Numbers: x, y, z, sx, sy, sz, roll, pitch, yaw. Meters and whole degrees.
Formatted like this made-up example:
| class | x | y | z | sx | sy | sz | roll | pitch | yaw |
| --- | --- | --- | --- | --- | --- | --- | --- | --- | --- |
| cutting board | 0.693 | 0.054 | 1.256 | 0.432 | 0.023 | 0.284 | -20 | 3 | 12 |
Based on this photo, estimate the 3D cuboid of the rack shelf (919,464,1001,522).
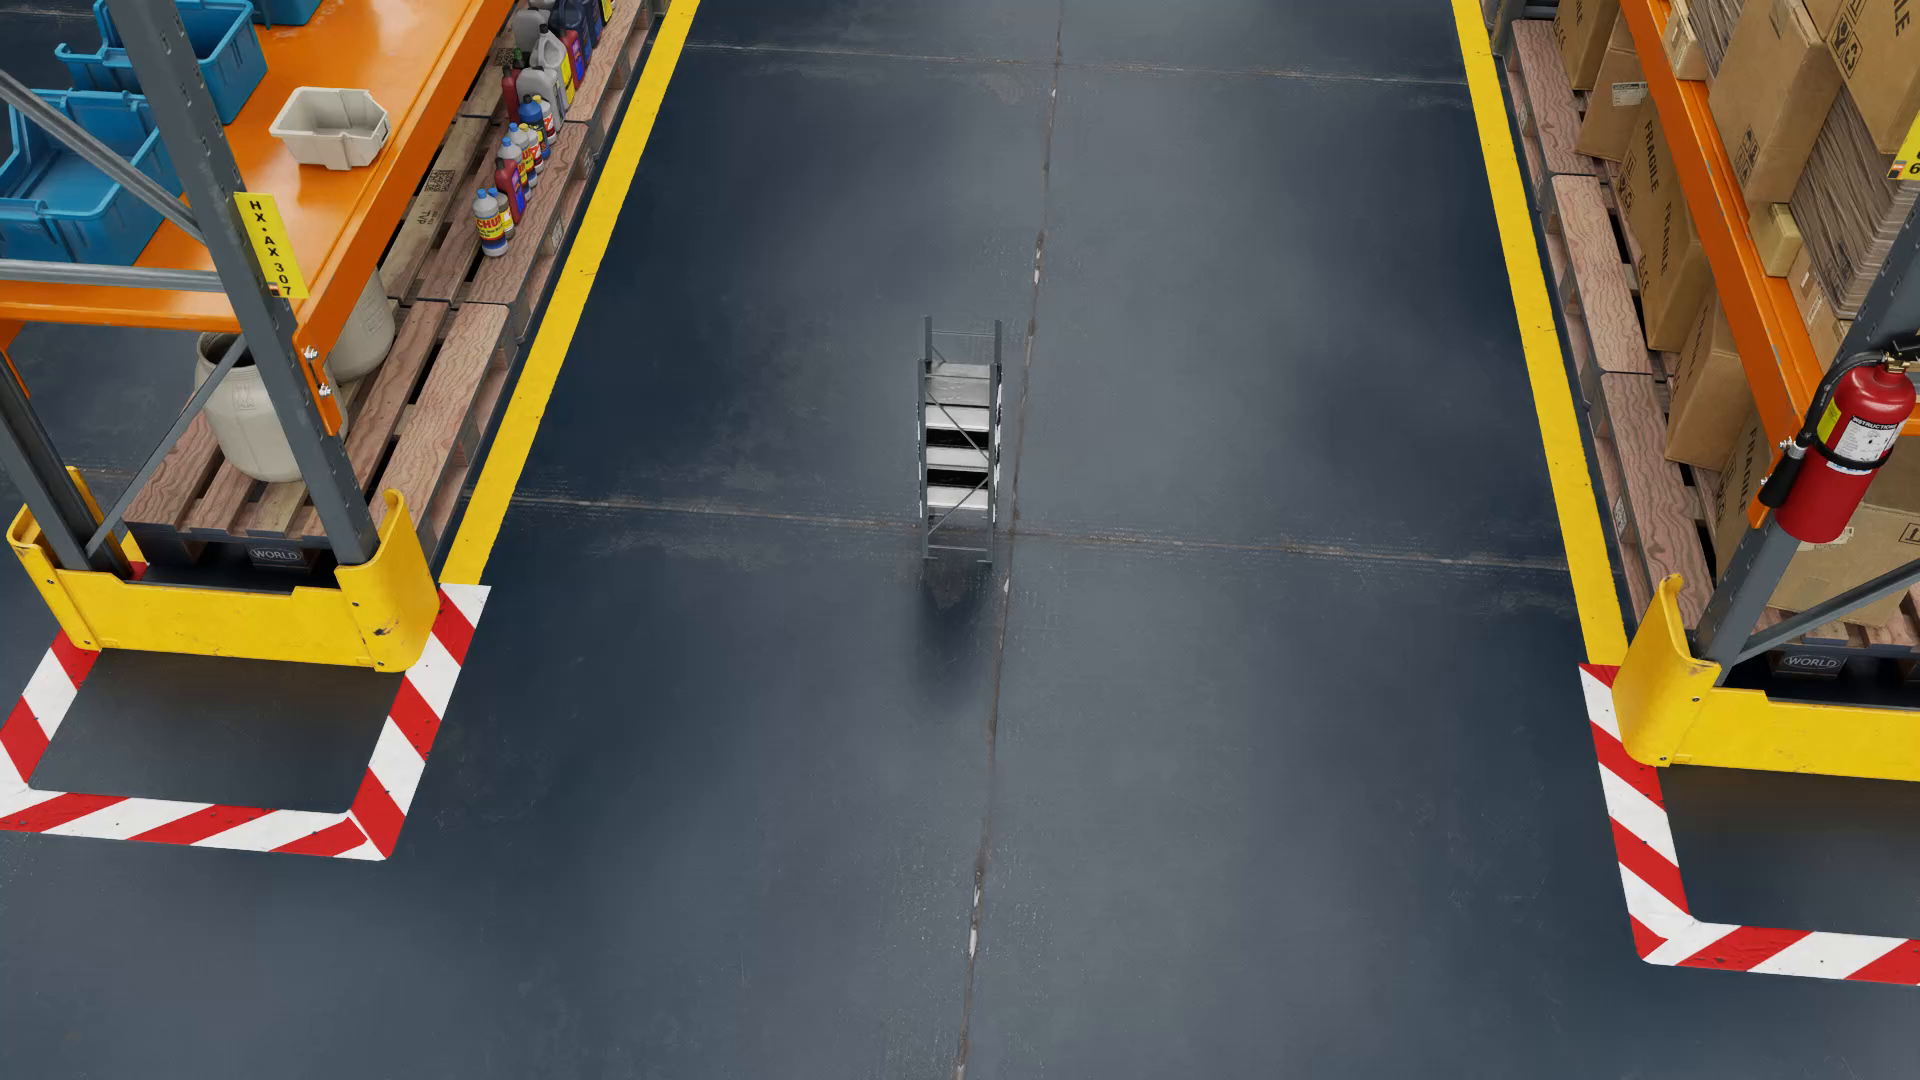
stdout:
| class | x | y | z | sx | sy | sz | roll | pitch | yaw |
| --- | --- | --- | --- | --- | --- | --- | --- | --- | --- |
| rack shelf | 0.001 | -0.166 | 5.581 | 0.258 | 0.077 | 0.200 | 4 | 48 | 4 |

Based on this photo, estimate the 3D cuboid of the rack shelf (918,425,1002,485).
| class | x | y | z | sx | sy | sz | roll | pitch | yaw |
| --- | --- | --- | --- | --- | --- | --- | --- | --- | --- |
| rack shelf | 0.001 | -0.287 | 5.448 | 0.258 | 0.077 | 0.200 | 4 | 48 | 4 |

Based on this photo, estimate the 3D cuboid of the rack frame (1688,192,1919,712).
| class | x | y | z | sx | sy | sz | roll | pitch | yaw |
| --- | --- | --- | --- | --- | --- | --- | --- | --- | --- |
| rack frame | 2.645 | -0.356 | 4.043 | 1.000 | 3.000 | 0.127 | 4 | 48 | 4 |

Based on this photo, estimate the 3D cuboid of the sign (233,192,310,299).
| class | x | y | z | sx | sy | sz | roll | pitch | yaw |
| --- | --- | --- | --- | --- | --- | --- | --- | --- | --- |
| sign | -1.740 | -0.742 | 4.208 | 0.100 | 0.325 | 0.005 | 4 | 48 | 4 |

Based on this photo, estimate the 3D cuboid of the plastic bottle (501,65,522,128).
| class | x | y | z | sx | sy | sz | roll | pitch | yaw |
| --- | --- | --- | --- | --- | --- | --- | --- | --- | --- |
| plastic bottle | -1.866 | -1.877 | 6.976 | 0.061 | 0.283 | 0.133 | 4 | 48 | 4 |

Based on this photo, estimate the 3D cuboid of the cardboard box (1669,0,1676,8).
| class | x | y | z | sx | sy | sz | roll | pitch | yaw |
| --- | --- | --- | --- | --- | --- | --- | --- | --- | --- |
| cardboard box | 2.590 | -1.783 | 5.518 | 0.380 | 0.149 | 0.250 | 4 | 48 | 4 |

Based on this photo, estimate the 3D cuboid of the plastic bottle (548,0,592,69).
| class | x | y | z | sx | sy | sz | roll | pitch | yaw |
| --- | --- | --- | --- | --- | --- | --- | --- | --- | --- |
| plastic bottle | -1.712 | -2.249 | 7.271 | 0.144 | 0.351 | 0.185 | 2 | 48 | 2 |

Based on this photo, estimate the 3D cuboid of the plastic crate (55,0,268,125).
| class | x | y | z | sx | sy | sz | roll | pitch | yaw |
| --- | --- | --- | --- | --- | --- | --- | --- | --- | --- |
| plastic crate | -2.475 | -1.503 | 5.193 | 0.499 | 0.251 | 0.408 | 4 | 48 | 4 |

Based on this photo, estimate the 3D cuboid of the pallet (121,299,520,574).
| class | x | y | z | sx | sy | sz | roll | pitch | yaw |
| --- | --- | --- | --- | --- | --- | --- | --- | --- | --- |
| pallet | -2.248 | -0.403 | 5.976 | 1.003 | 0.211 | 1.213 | 4 | 48 | 4 |

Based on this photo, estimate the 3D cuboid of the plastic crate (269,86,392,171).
| class | x | y | z | sx | sy | sz | roll | pitch | yaw |
| --- | --- | --- | --- | --- | --- | --- | --- | --- | --- |
| plastic crate | -1.885 | -1.236 | 5.026 | 0.298 | 0.136 | 0.250 | 4 | 48 | 4 |

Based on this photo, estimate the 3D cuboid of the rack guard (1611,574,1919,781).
| class | x | y | z | sx | sy | sz | roll | pitch | yaw |
| --- | --- | --- | --- | --- | --- | --- | --- | --- | --- |
| rack guard | 2.652 | 0.432 | 5.016 | 1.175 | 0.500 | 0.348 | 4 | 48 | 4 |

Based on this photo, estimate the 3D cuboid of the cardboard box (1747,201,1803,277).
| class | x | y | z | sx | sy | sz | roll | pitch | yaw |
| --- | --- | --- | --- | --- | --- | --- | --- | --- | --- |
| cardboard box | 2.460 | -0.865 | 4.679 | 0.380 | 0.149 | 0.250 | 4 | 48 | 4 |

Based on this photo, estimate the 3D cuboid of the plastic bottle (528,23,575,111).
| class | x | y | z | sx | sy | sz | roll | pitch | yaw |
| --- | --- | --- | --- | --- | --- | --- | --- | --- | --- |
| plastic bottle | -1.741 | -2.012 | 7.054 | 0.144 | 0.351 | 0.185 | 4 | 48 | 3 |

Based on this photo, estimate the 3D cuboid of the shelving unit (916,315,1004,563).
| class | x | y | z | sx | sy | sz | roll | pitch | yaw |
| --- | --- | --- | --- | --- | --- | --- | --- | --- | --- |
| shelving unit | 0.001 | -0.310 | 5.423 | 0.258 | 0.900 | 0.210 | 4 | 48 | 4 |

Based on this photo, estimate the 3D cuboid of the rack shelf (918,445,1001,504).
| class | x | y | z | sx | sy | sz | roll | pitch | yaw |
| --- | --- | --- | --- | --- | --- | --- | --- | --- | --- |
| rack shelf | 0.001 | -0.226 | 5.514 | 0.258 | 0.077 | 0.200 | 4 | 48 | 4 |

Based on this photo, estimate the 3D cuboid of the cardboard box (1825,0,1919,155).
| class | x | y | z | sx | sy | sz | roll | pitch | yaw |
| --- | --- | --- | --- | --- | --- | --- | --- | --- | --- |
| cardboard box | 2.449 | -1.248 | 3.912 | 0.500 | 0.500 | 0.500 | 4 | 48 | 4 |

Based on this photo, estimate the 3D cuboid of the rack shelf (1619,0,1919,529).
| class | x | y | z | sx | sy | sz | roll | pitch | yaw |
| --- | --- | --- | --- | --- | --- | --- | --- | --- | --- |
| rack shelf | 2.827 | -1.583 | 5.652 | 1.077 | 0.370 | 4.000 | 4 | 48 | 4 |

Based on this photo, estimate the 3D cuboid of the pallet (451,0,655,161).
| class | x | y | z | sx | sy | sz | roll | pitch | yaw |
| --- | --- | --- | --- | --- | --- | --- | --- | --- | --- |
| pallet | -2.025 | -2.196 | 7.616 | 1.003 | 0.211 | 1.213 | 4 | 48 | 4 |

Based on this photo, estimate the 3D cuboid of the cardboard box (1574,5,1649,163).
| class | x | y | z | sx | sy | sz | roll | pitch | yaw |
| --- | --- | --- | --- | --- | --- | --- | --- | --- | --- |
| cardboard box | 2.889 | -1.881 | 6.847 | 0.500 | 0.500 | 0.500 | 18 | 50 | 16 |

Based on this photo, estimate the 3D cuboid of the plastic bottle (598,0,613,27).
| class | x | y | z | sx | sy | sz | roll | pitch | yaw |
| --- | --- | --- | --- | --- | --- | --- | --- | --- | --- |
| plastic bottle | -1.638 | -2.484 | 7.532 | 0.061 | 0.283 | 0.133 | 6 | 48 | 5 |

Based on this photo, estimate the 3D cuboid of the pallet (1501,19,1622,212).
| class | x | y | z | sx | sy | sz | roll | pitch | yaw |
| --- | --- | --- | --- | --- | --- | --- | --- | --- | --- |
| pallet | 2.984 | -1.858 | 7.306 | 1.003 | 0.211 | 1.213 | 4 | 48 | 4 |

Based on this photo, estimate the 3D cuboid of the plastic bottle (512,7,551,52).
| class | x | y | z | sx | sy | sz | roll | pitch | yaw |
| --- | --- | --- | --- | --- | --- | --- | --- | --- | --- |
| plastic bottle | -1.862 | -2.215 | 7.291 | 0.152 | 0.276 | 0.135 | 4 | 48 | 4 |

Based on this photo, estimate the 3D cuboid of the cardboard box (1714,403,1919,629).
| class | x | y | z | sx | sy | sz | roll | pitch | yaw |
| --- | --- | --- | --- | --- | --- | --- | --- | --- | --- |
| cardboard box | 2.719 | -0.112 | 5.229 | 0.500 | 0.500 | 0.500 | 12 | 49 | 11 |

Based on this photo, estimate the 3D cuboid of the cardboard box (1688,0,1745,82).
| class | x | y | z | sx | sy | sz | roll | pitch | yaw |
| --- | --- | --- | --- | --- | --- | --- | --- | --- | --- |
| cardboard box | 2.737 | -1.632 | 4.941 | 0.875 | 0.500 | 0.500 | 4 | 48 | 4 |

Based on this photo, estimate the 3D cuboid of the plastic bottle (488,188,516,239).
| class | x | y | z | sx | sy | sz | roll | pitch | yaw |
| --- | --- | --- | --- | --- | --- | --- | --- | --- | --- |
| plastic bottle | -1.802 | -1.280 | 6.487 | 0.097 | 0.201 | 0.097 | 0 | 48 | 0 |

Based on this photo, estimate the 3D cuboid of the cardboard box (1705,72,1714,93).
| class | x | y | z | sx | sy | sz | roll | pitch | yaw |
| --- | --- | --- | --- | --- | --- | --- | --- | --- | --- |
| cardboard box | 2.563 | -1.414 | 5.181 | 0.380 | 0.149 | 0.250 | 4 | 48 | 4 |

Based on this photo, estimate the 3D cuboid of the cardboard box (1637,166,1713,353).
| class | x | y | z | sx | sy | sz | roll | pitch | yaw |
| --- | --- | --- | --- | --- | --- | --- | --- | --- | --- |
| cardboard box | 2.815 | -1.012 | 6.052 | 0.500 | 0.500 | 0.500 | 8 | 48 | 7 |

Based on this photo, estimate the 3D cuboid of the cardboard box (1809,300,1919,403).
| class | x | y | z | sx | sy | sz | roll | pitch | yaw |
| --- | --- | --- | --- | --- | --- | --- | --- | --- | --- |
| cardboard box | 2.465 | -0.494 | 4.340 | 0.380 | 0.149 | 0.250 | 4 | 48 | 4 |

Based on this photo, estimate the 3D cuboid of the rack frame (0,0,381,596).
| class | x | y | z | sx | sy | sz | roll | pitch | yaw |
| --- | --- | --- | --- | --- | --- | --- | --- | --- | --- |
| rack frame | -2.287 | -0.689 | 4.347 | 1.000 | 3.000 | 0.127 | 4 | 48 | 4 |

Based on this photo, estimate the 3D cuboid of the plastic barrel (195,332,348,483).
| class | x | y | z | sx | sy | sz | roll | pitch | yaw |
| --- | --- | --- | --- | --- | --- | --- | --- | --- | --- |
| plastic barrel | -2.303 | -0.480 | 5.557 | 0.421 | 0.512 | 0.421 | 0 | 48 | 0 |

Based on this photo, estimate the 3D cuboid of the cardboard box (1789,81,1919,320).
| class | x | y | z | sx | sy | sz | roll | pitch | yaw |
| --- | --- | --- | --- | --- | --- | --- | --- | --- | --- |
| cardboard box | 2.723 | -0.892 | 4.264 | 0.875 | 0.500 | 0.500 | 4 | 48 | 4 |

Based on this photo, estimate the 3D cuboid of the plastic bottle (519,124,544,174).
| class | x | y | z | sx | sy | sz | roll | pitch | yaw |
| --- | --- | --- | --- | --- | --- | --- | --- | --- | --- |
| plastic bottle | -1.762 | -1.602 | 6.781 | 0.097 | 0.201 | 0.097 | 0 | 48 | 0 |

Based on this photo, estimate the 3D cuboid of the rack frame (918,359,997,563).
| class | x | y | z | sx | sy | sz | roll | pitch | yaw |
| --- | --- | --- | --- | --- | --- | --- | --- | --- | --- |
| rack frame | -0.009 | -0.235 | 5.355 | 0.240 | 0.900 | 0.006 | 4 | 48 | 4 |

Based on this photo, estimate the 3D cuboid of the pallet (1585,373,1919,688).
| class | x | y | z | sx | sy | sz | roll | pitch | yaw |
| --- | --- | --- | --- | --- | --- | --- | --- | --- | --- |
| pallet | 2.761 | -0.065 | 5.667 | 1.003 | 0.211 | 1.213 | 4 | 48 | 4 |

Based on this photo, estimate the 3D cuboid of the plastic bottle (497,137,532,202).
| class | x | y | z | sx | sy | sz | roll | pitch | yaw |
| --- | --- | --- | --- | --- | --- | --- | --- | --- | --- |
| plastic bottle | -1.780 | -1.480 | 6.621 | 0.097 | 0.271 | 0.097 | 0 | 48 | 0 |

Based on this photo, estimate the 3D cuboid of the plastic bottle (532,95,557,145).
| class | x | y | z | sx | sy | sz | roll | pitch | yaw |
| --- | --- | --- | --- | --- | --- | --- | --- | --- | --- |
| plastic bottle | -1.744 | -1.754 | 6.919 | 0.097 | 0.201 | 0.097 | 0 | 48 | 0 |
